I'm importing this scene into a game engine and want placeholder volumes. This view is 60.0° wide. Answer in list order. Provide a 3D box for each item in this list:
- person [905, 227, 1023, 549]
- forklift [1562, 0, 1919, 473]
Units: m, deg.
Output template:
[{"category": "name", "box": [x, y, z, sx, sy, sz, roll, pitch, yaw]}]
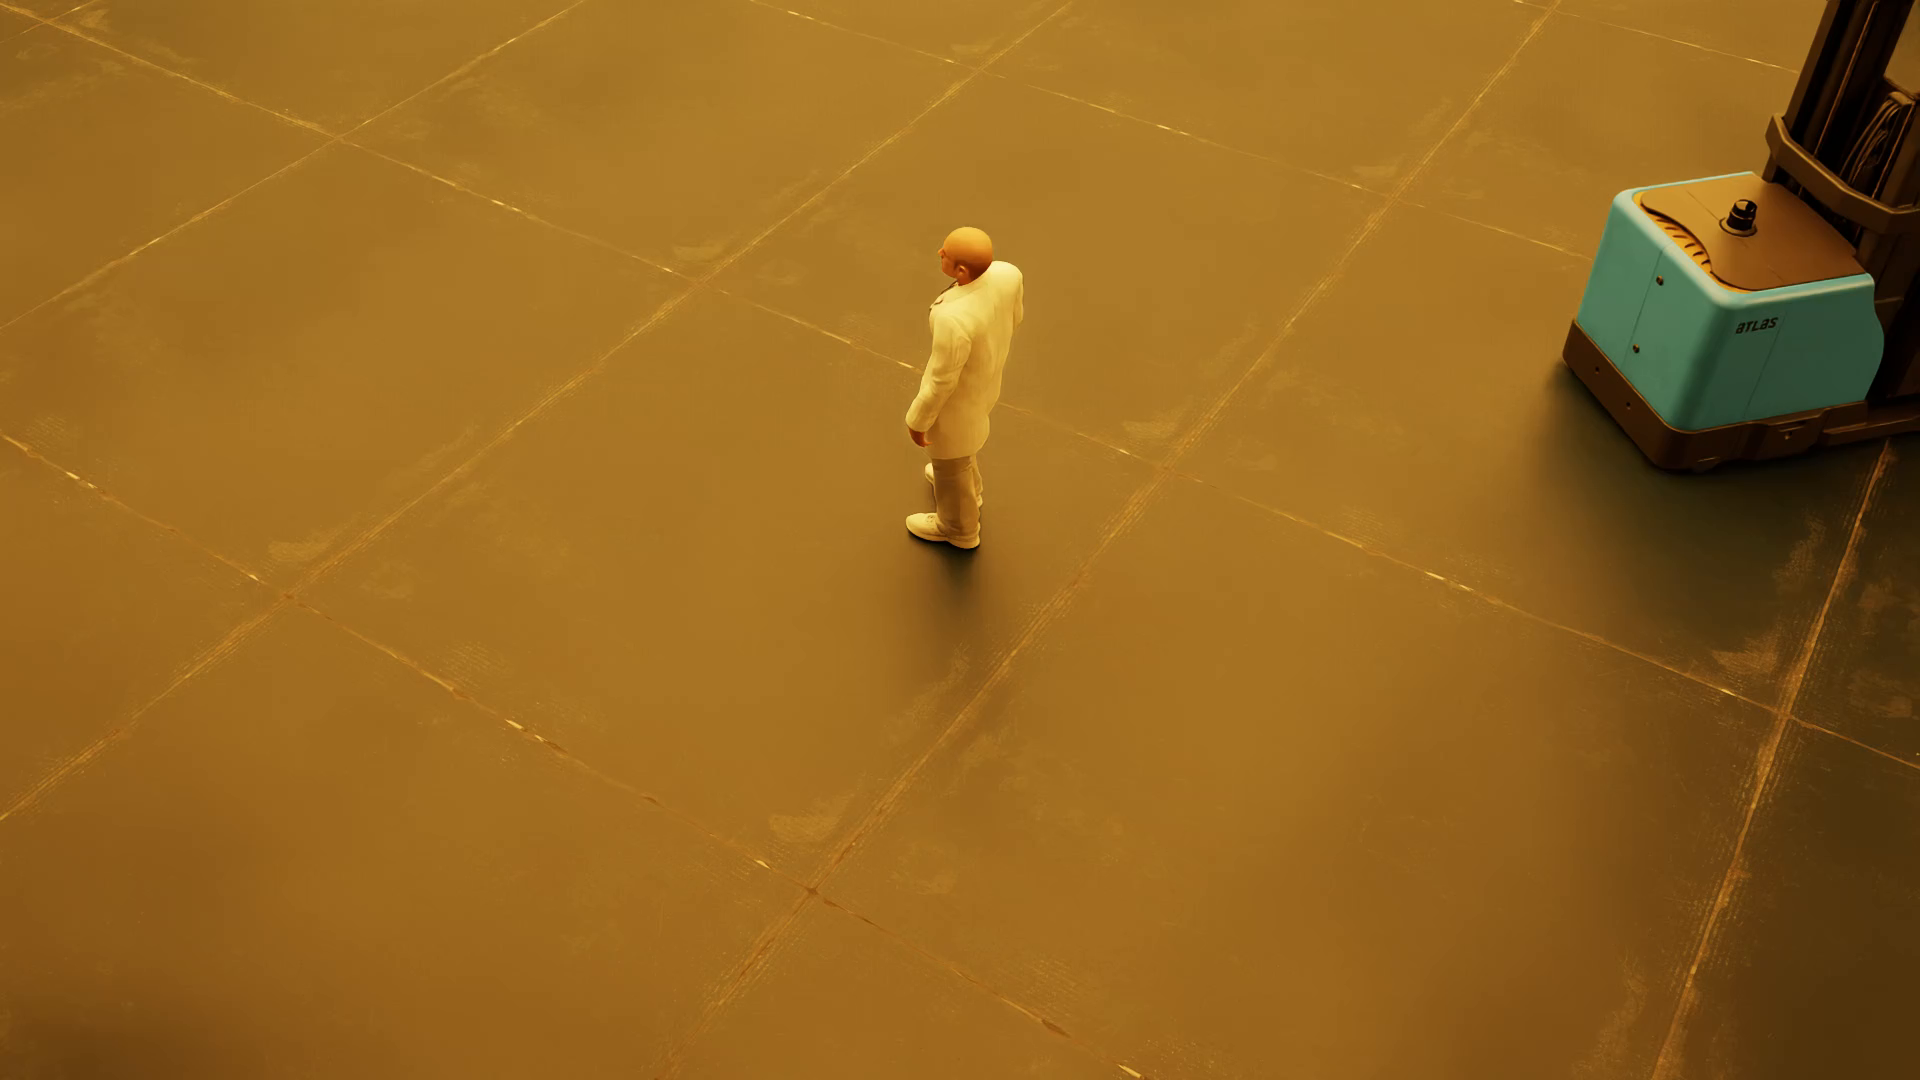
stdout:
[{"category": "person", "box": [-0.075, -0.687, 7.400, 0.579, 1.778, 0.698, 24, 48, 23]}, {"category": "forklift", "box": [4.801, -1.951, 7.907, 3.031, 2.935, 1.130, -10, 44, -10]}]
